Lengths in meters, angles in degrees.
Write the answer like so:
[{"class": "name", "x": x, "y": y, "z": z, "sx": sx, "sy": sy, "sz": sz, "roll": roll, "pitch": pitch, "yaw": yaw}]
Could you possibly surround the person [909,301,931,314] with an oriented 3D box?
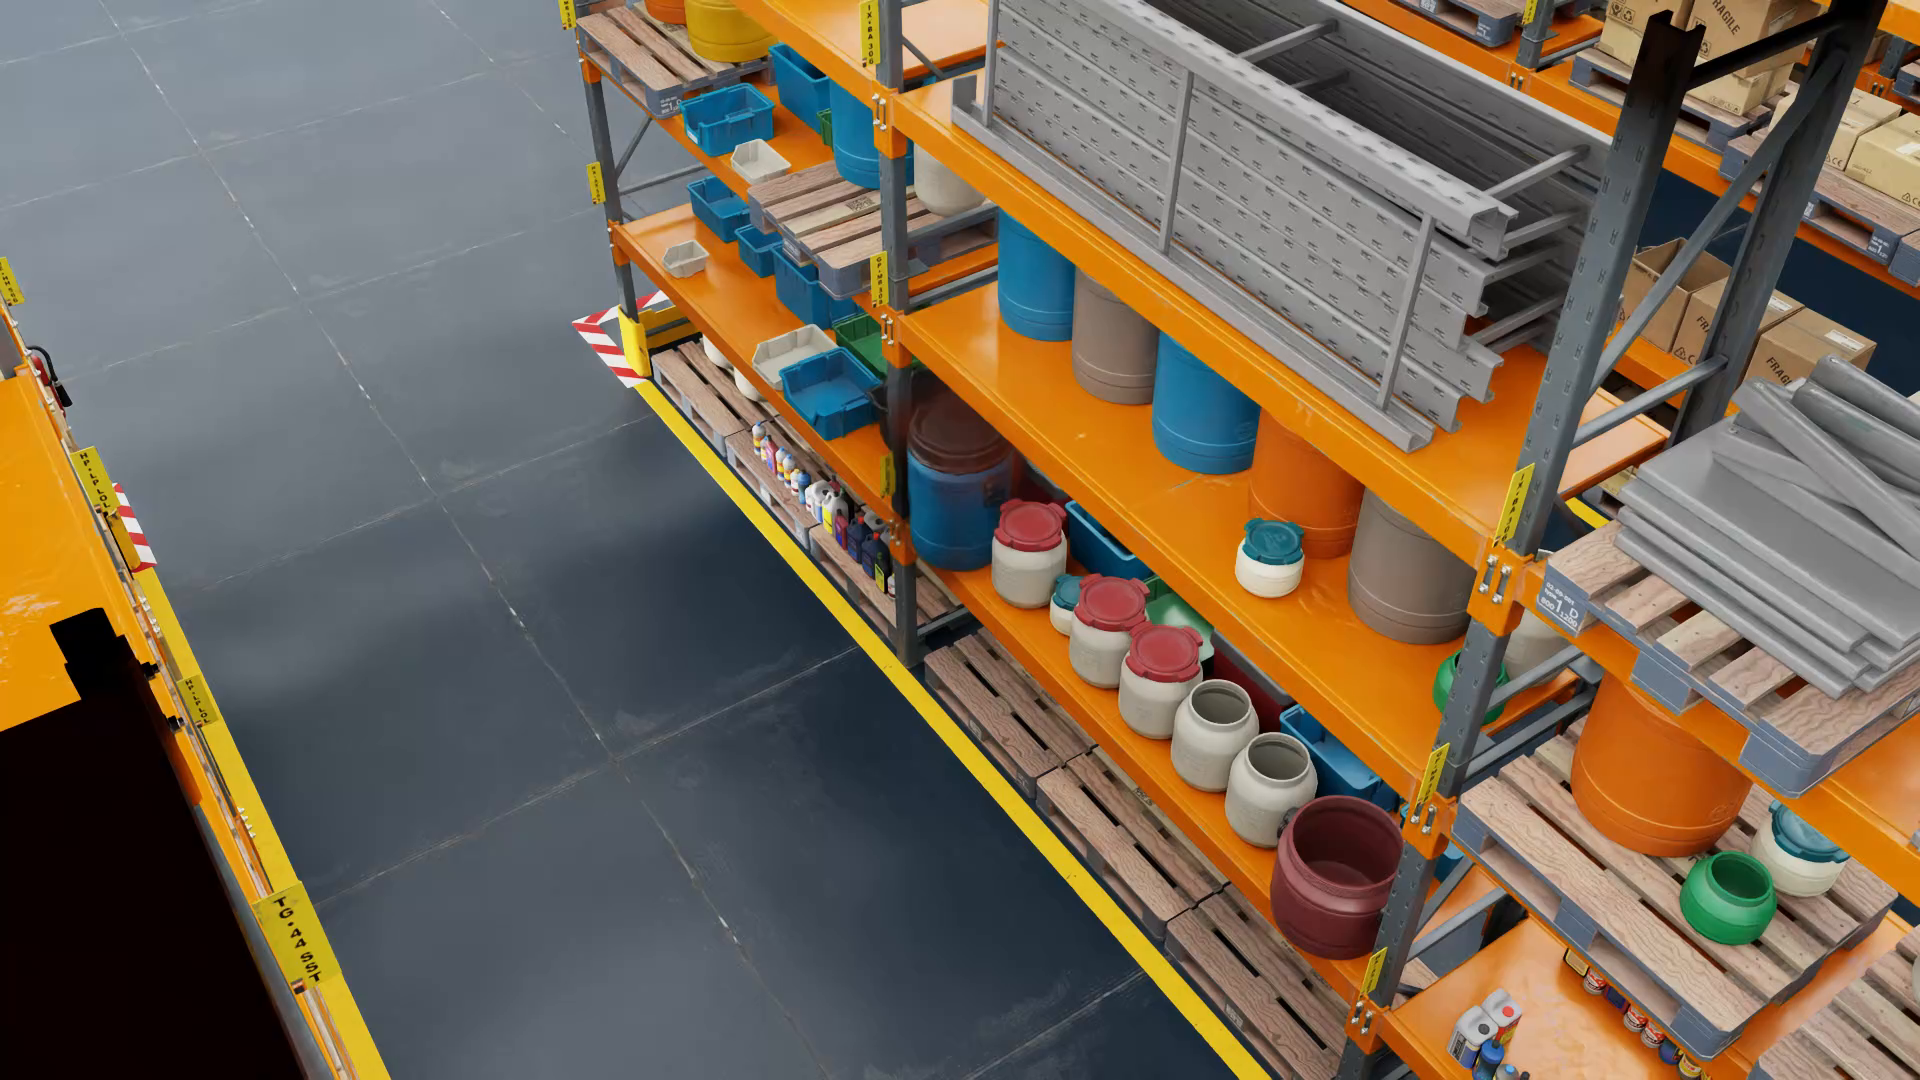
[{"class": "person", "x": -0.460, "y": -2.551, "z": 13.244, "sx": 0.694, "sy": 1.813, "sz": 0.568, "roll": 22, "pitch": 47, "yaw": 23}]
